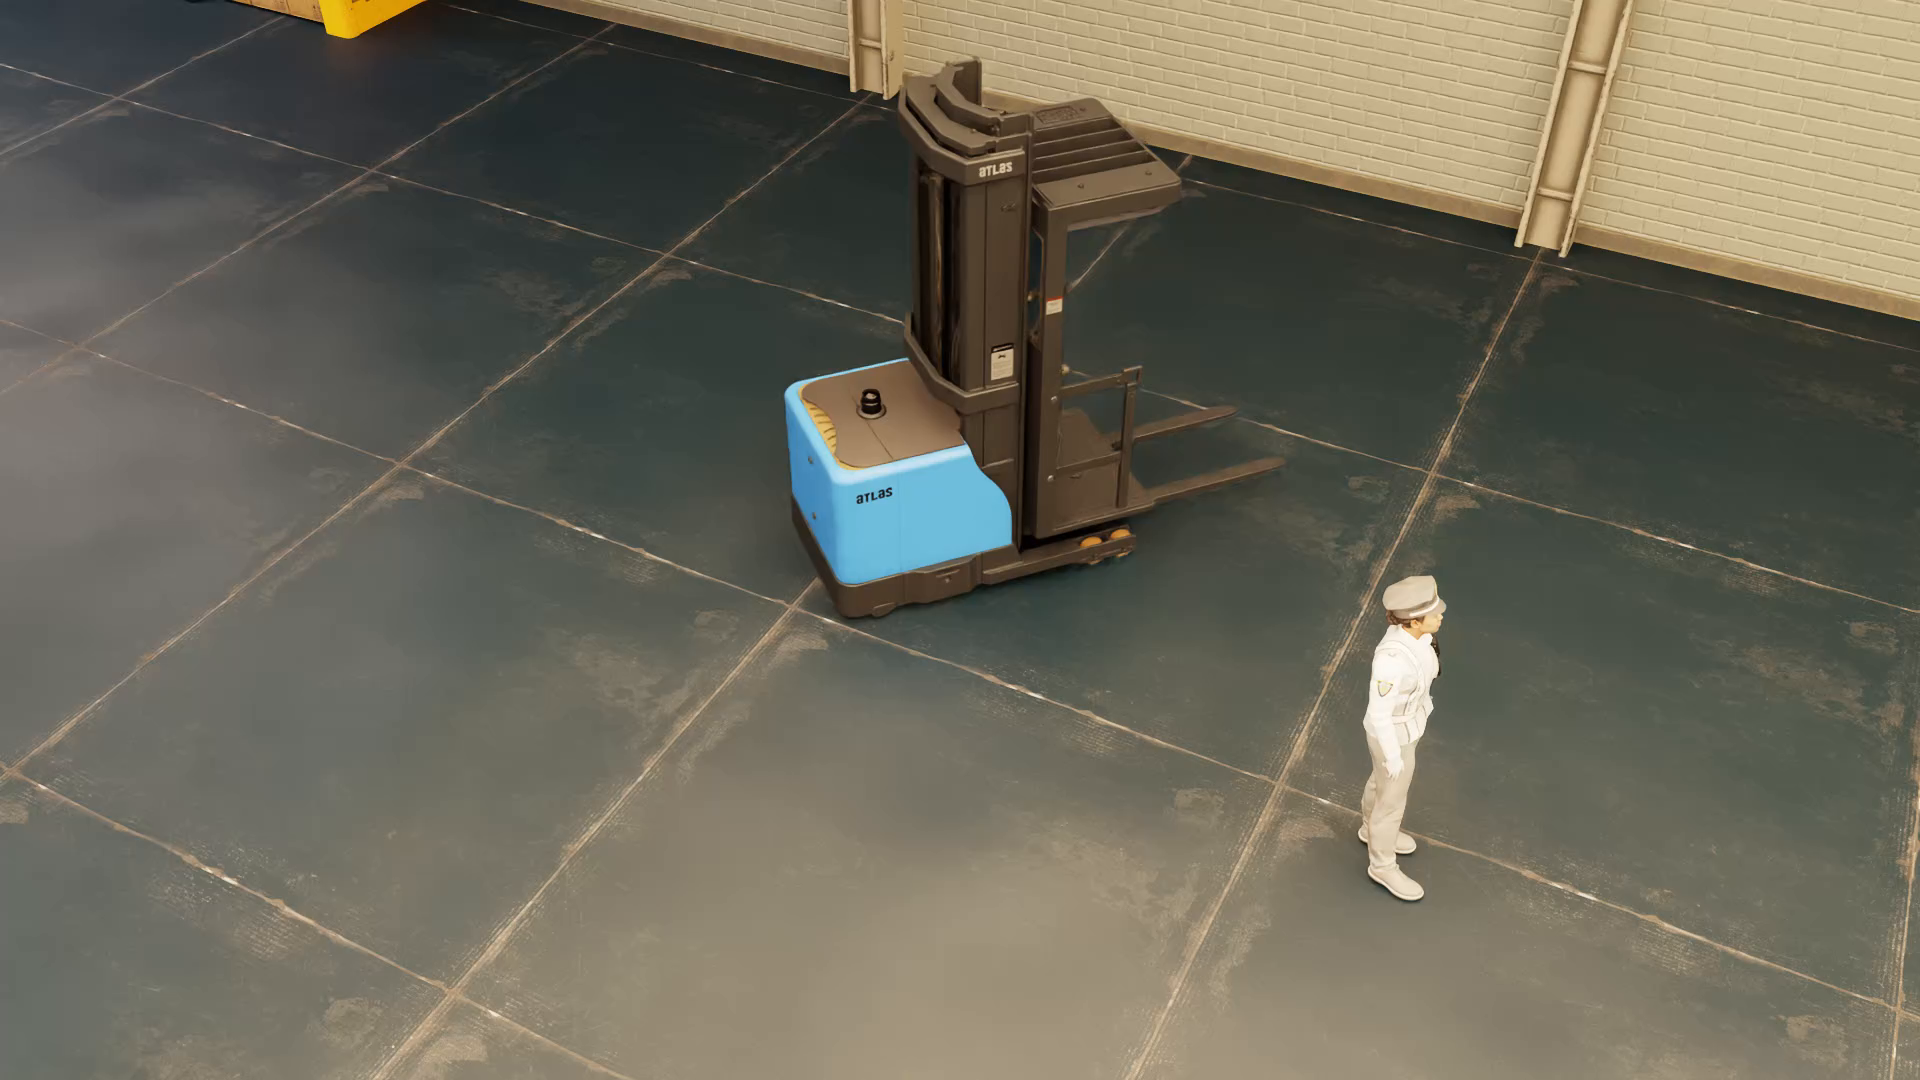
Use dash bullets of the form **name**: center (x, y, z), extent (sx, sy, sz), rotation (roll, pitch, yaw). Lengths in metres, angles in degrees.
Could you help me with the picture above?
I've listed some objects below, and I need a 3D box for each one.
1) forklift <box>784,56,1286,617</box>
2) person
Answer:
- **forklift**: center (0.532, -1.276, 9.501), extent (3.031, 2.935, 1.130), rotation (-15, 42, -17)
- **person**: center (2.137, 0.897, 7.870), extent (0.532, 1.694, 0.581), rotation (18, 43, 20)
